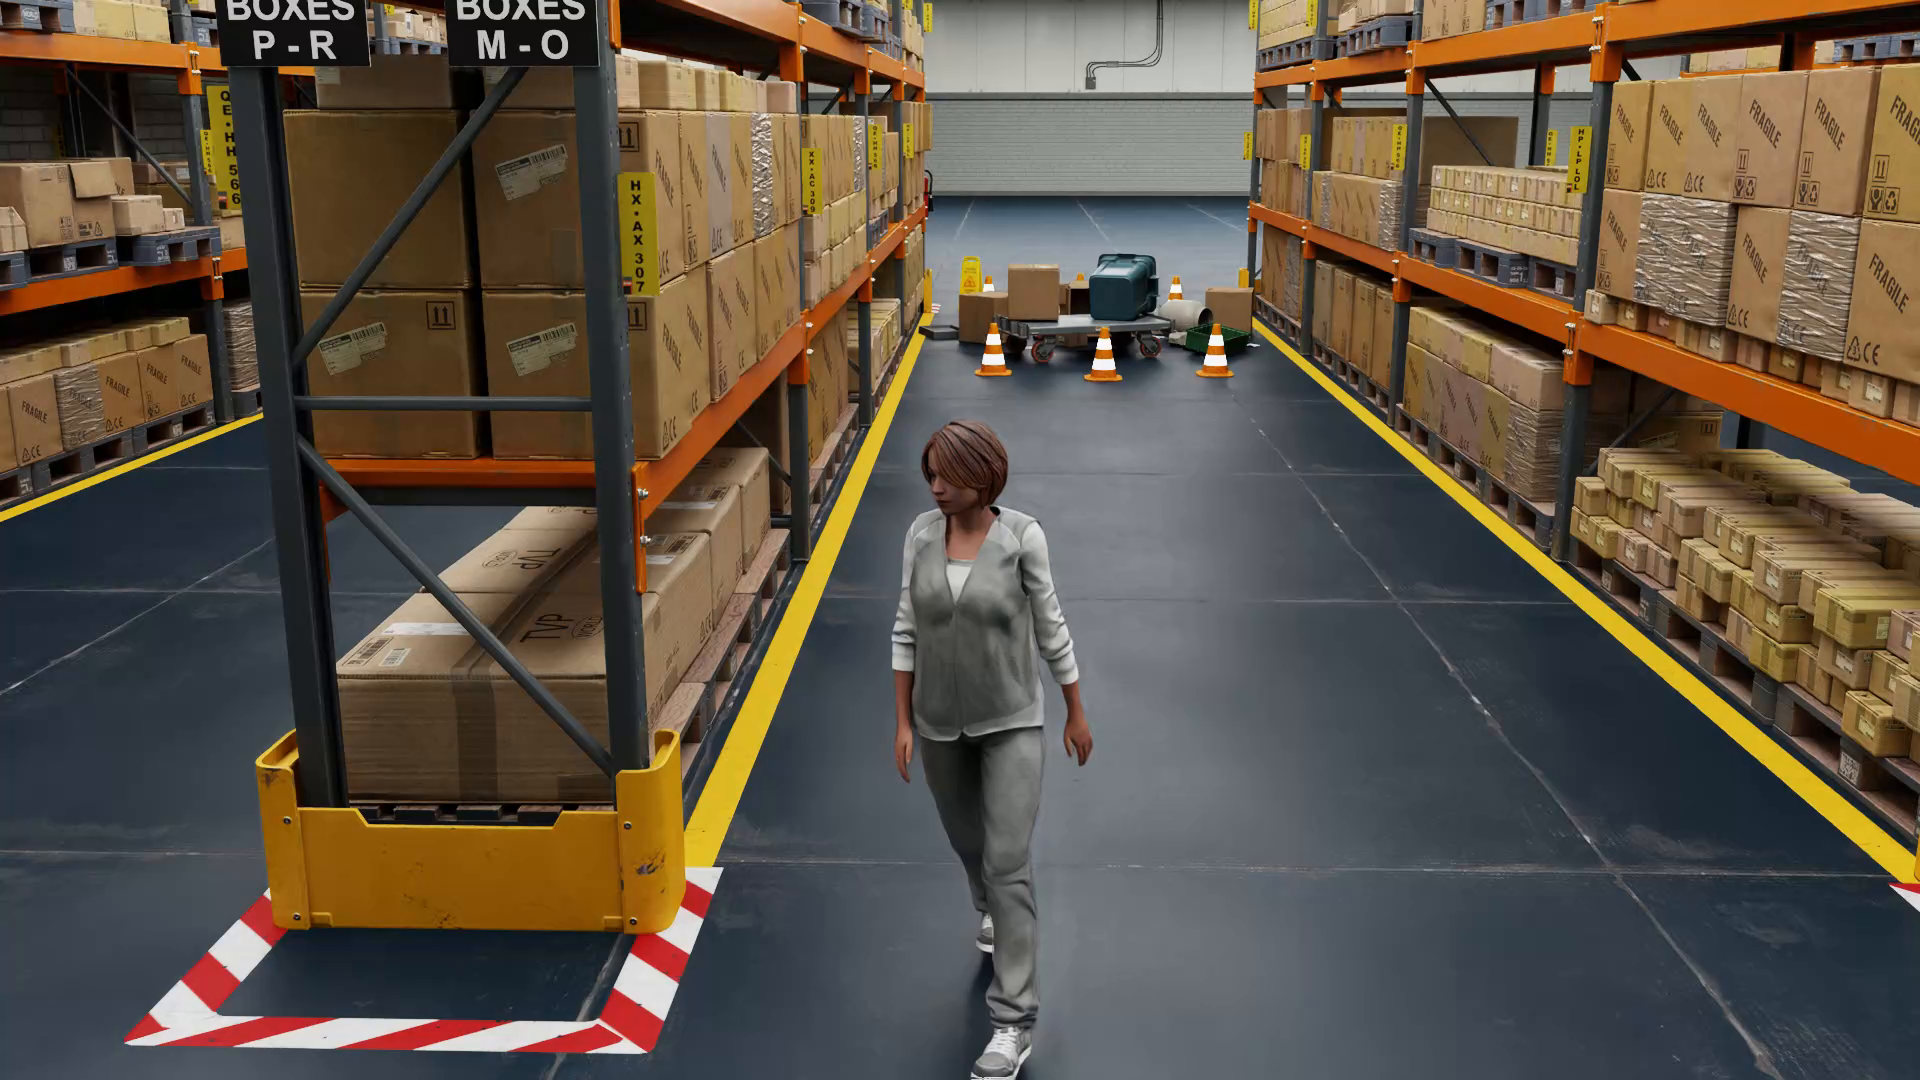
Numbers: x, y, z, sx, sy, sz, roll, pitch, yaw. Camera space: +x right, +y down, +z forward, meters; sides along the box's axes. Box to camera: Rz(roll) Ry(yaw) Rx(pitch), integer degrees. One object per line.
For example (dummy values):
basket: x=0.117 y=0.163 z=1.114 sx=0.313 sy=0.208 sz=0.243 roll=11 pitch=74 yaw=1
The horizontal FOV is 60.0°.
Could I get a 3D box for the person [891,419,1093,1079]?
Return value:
person: x=0.054 y=0.462 z=4.182 sx=0.495 sy=1.534 sz=0.871 roll=5 pitch=15 yaw=19
